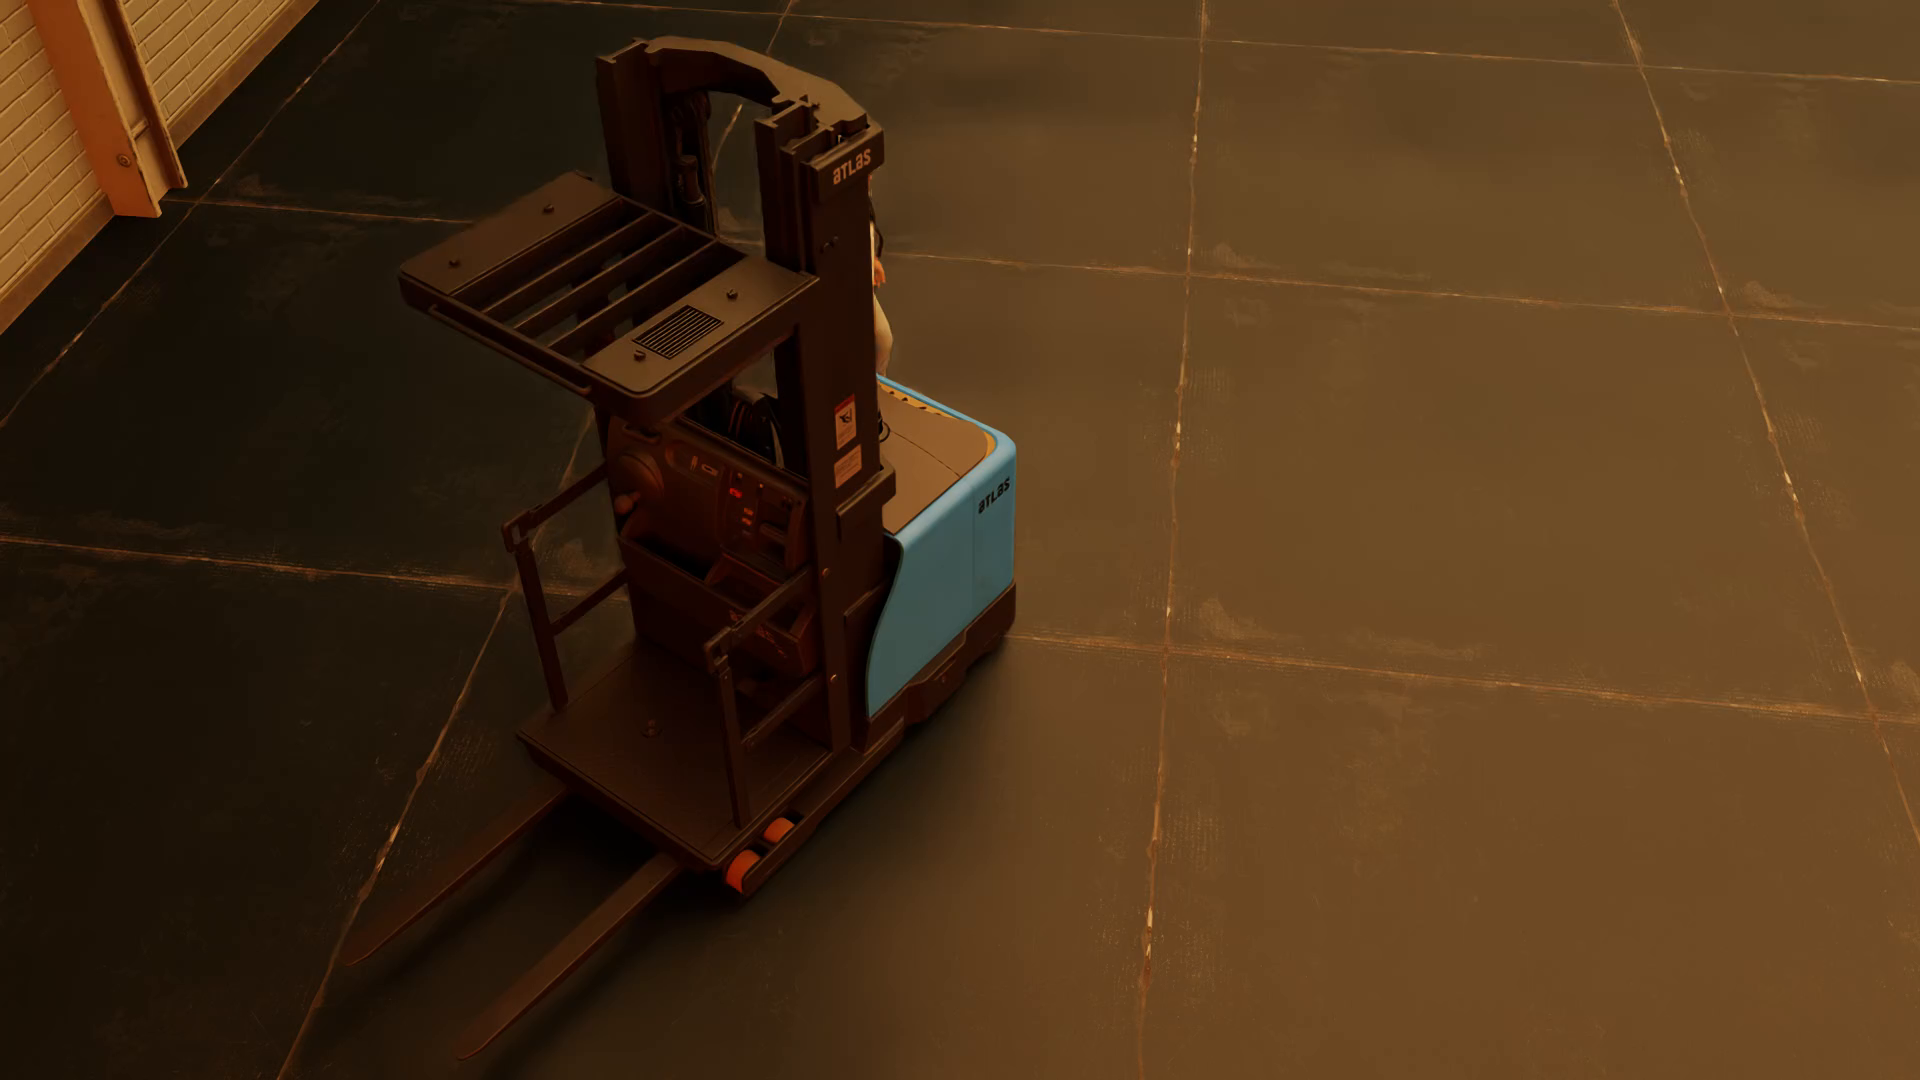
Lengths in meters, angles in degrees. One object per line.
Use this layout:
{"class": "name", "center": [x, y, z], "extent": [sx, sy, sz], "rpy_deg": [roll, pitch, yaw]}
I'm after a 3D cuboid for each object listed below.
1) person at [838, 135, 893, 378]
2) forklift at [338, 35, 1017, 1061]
{"class": "person", "center": [-0.569, -1.150, 7.878], "extent": [0.420, 1.719, 0.851], "rpy_deg": [17, 45, 18]}
{"class": "forklift", "center": [-1.044, -0.101, 5.834], "extent": [1.130, 2.935, 3.031], "rpy_deg": [27, 49, 26]}
